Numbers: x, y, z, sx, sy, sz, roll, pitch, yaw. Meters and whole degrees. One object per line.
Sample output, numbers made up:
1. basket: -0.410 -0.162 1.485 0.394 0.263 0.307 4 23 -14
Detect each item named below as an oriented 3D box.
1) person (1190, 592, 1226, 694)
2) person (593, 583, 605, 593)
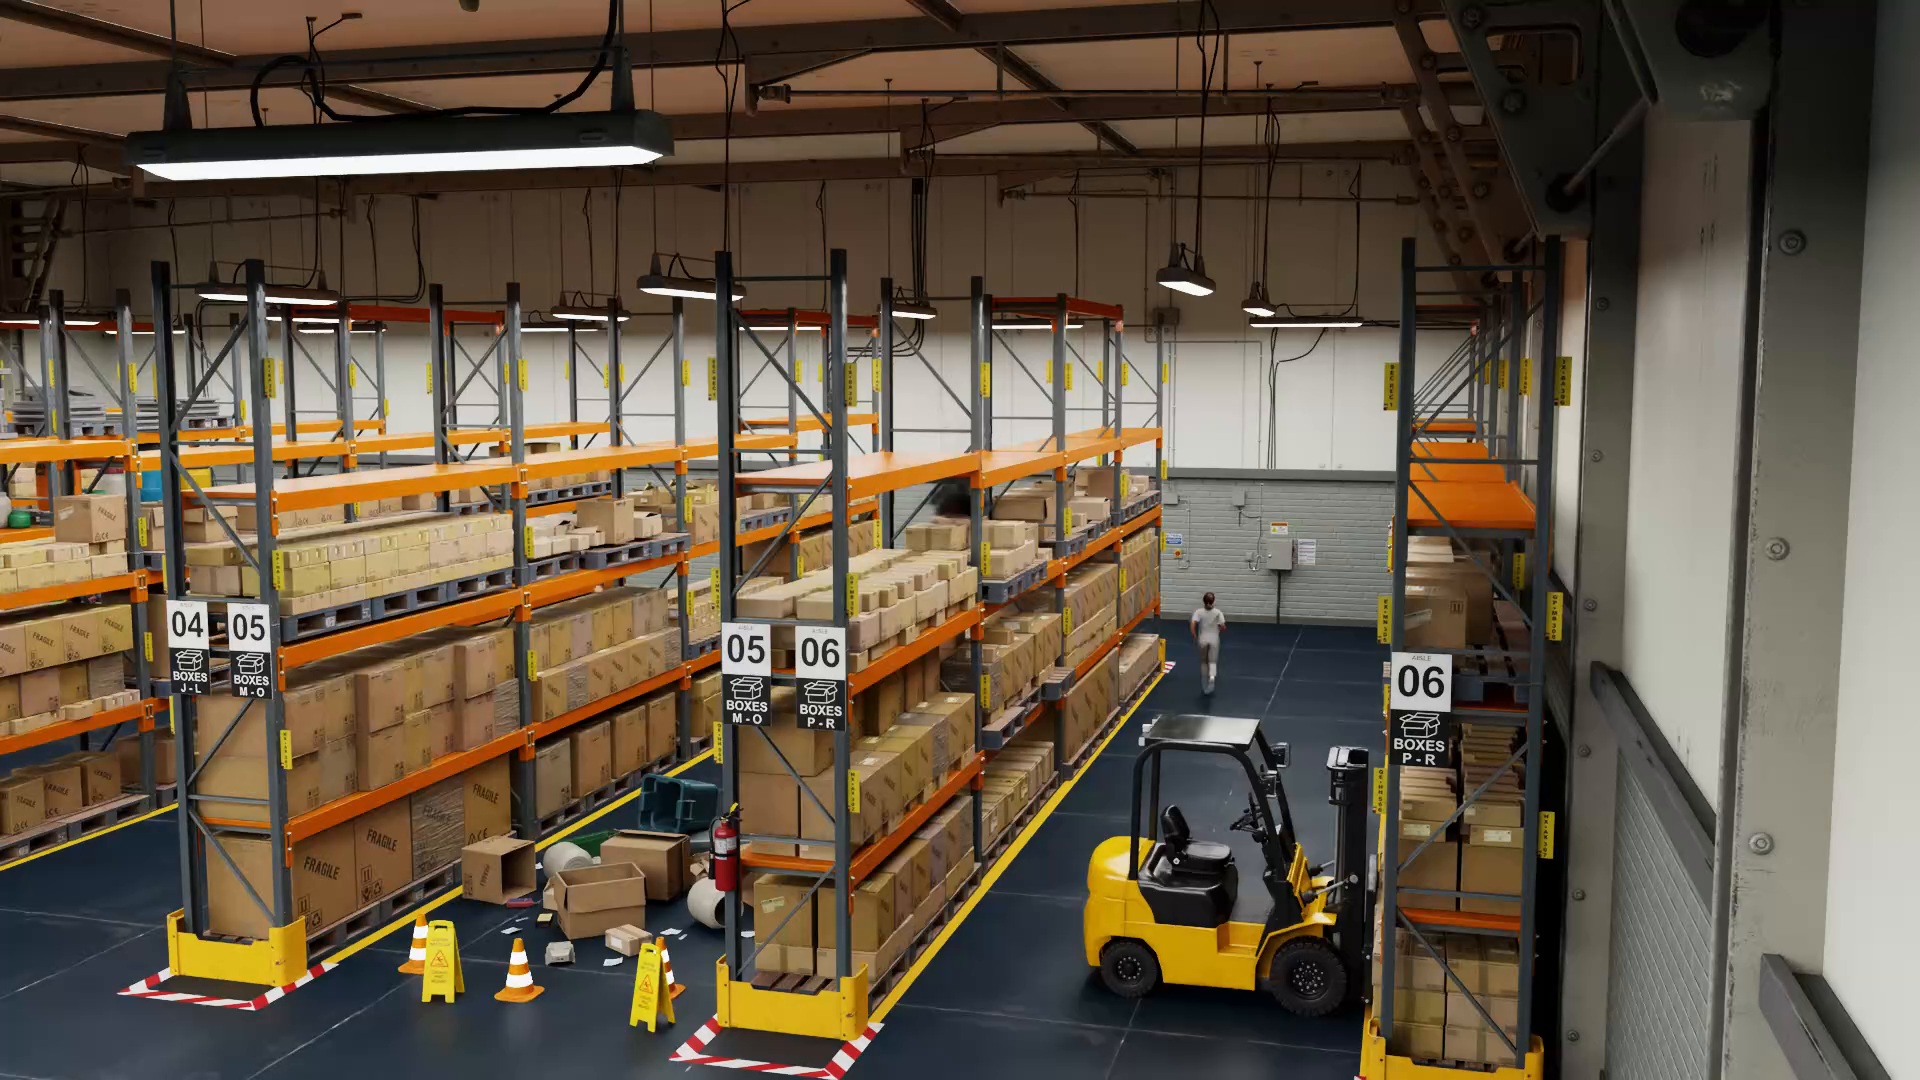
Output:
1. person: 3.845 1.629 25.800 0.554 1.637 0.801 1 6 9
2. person: -5.826 1.487 27.018 0.551 1.626 0.687 1 6 12
